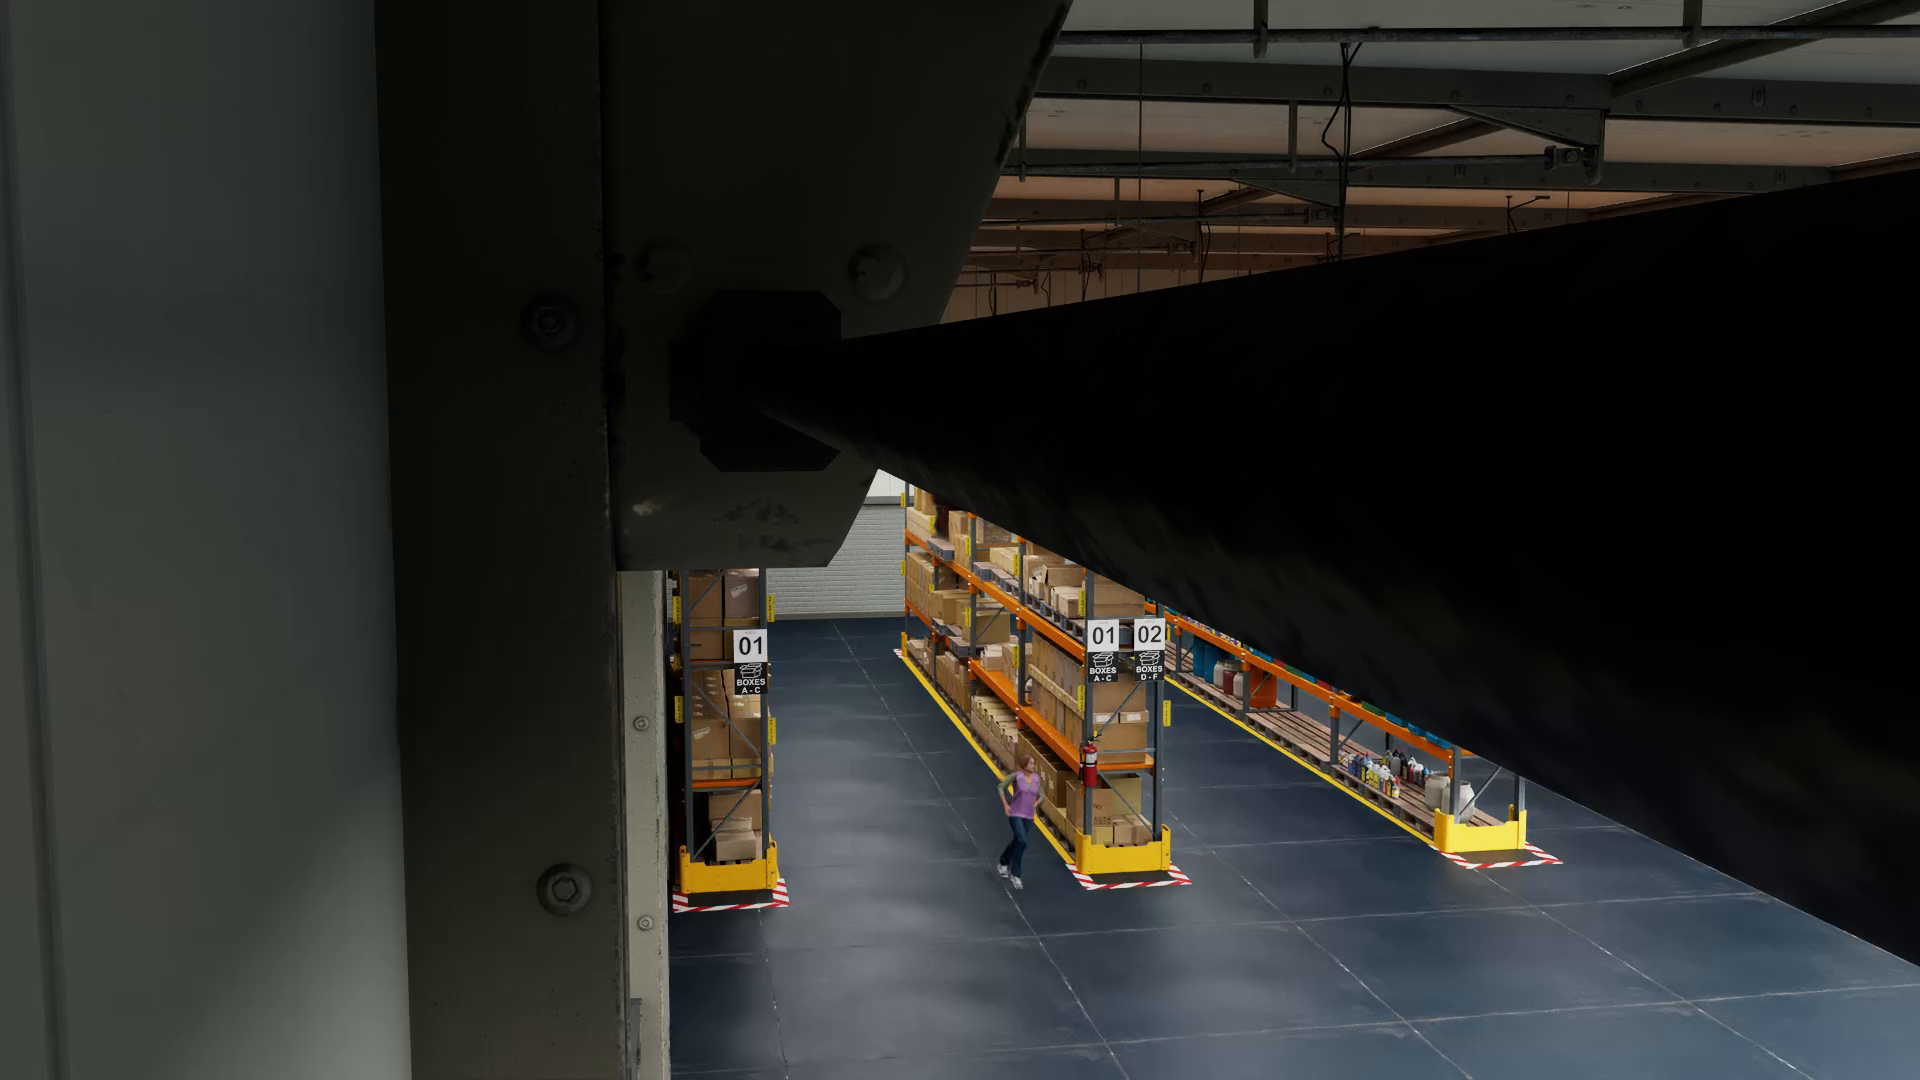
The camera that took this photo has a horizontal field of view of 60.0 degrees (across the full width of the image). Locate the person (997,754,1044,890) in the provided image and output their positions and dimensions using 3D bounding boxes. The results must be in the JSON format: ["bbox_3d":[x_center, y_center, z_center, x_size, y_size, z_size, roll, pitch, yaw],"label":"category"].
[{"bbox_3d":[0.760,3.432,20.507,0.521,1.623,0.660,-4,7,-33],"label":"person"}]
